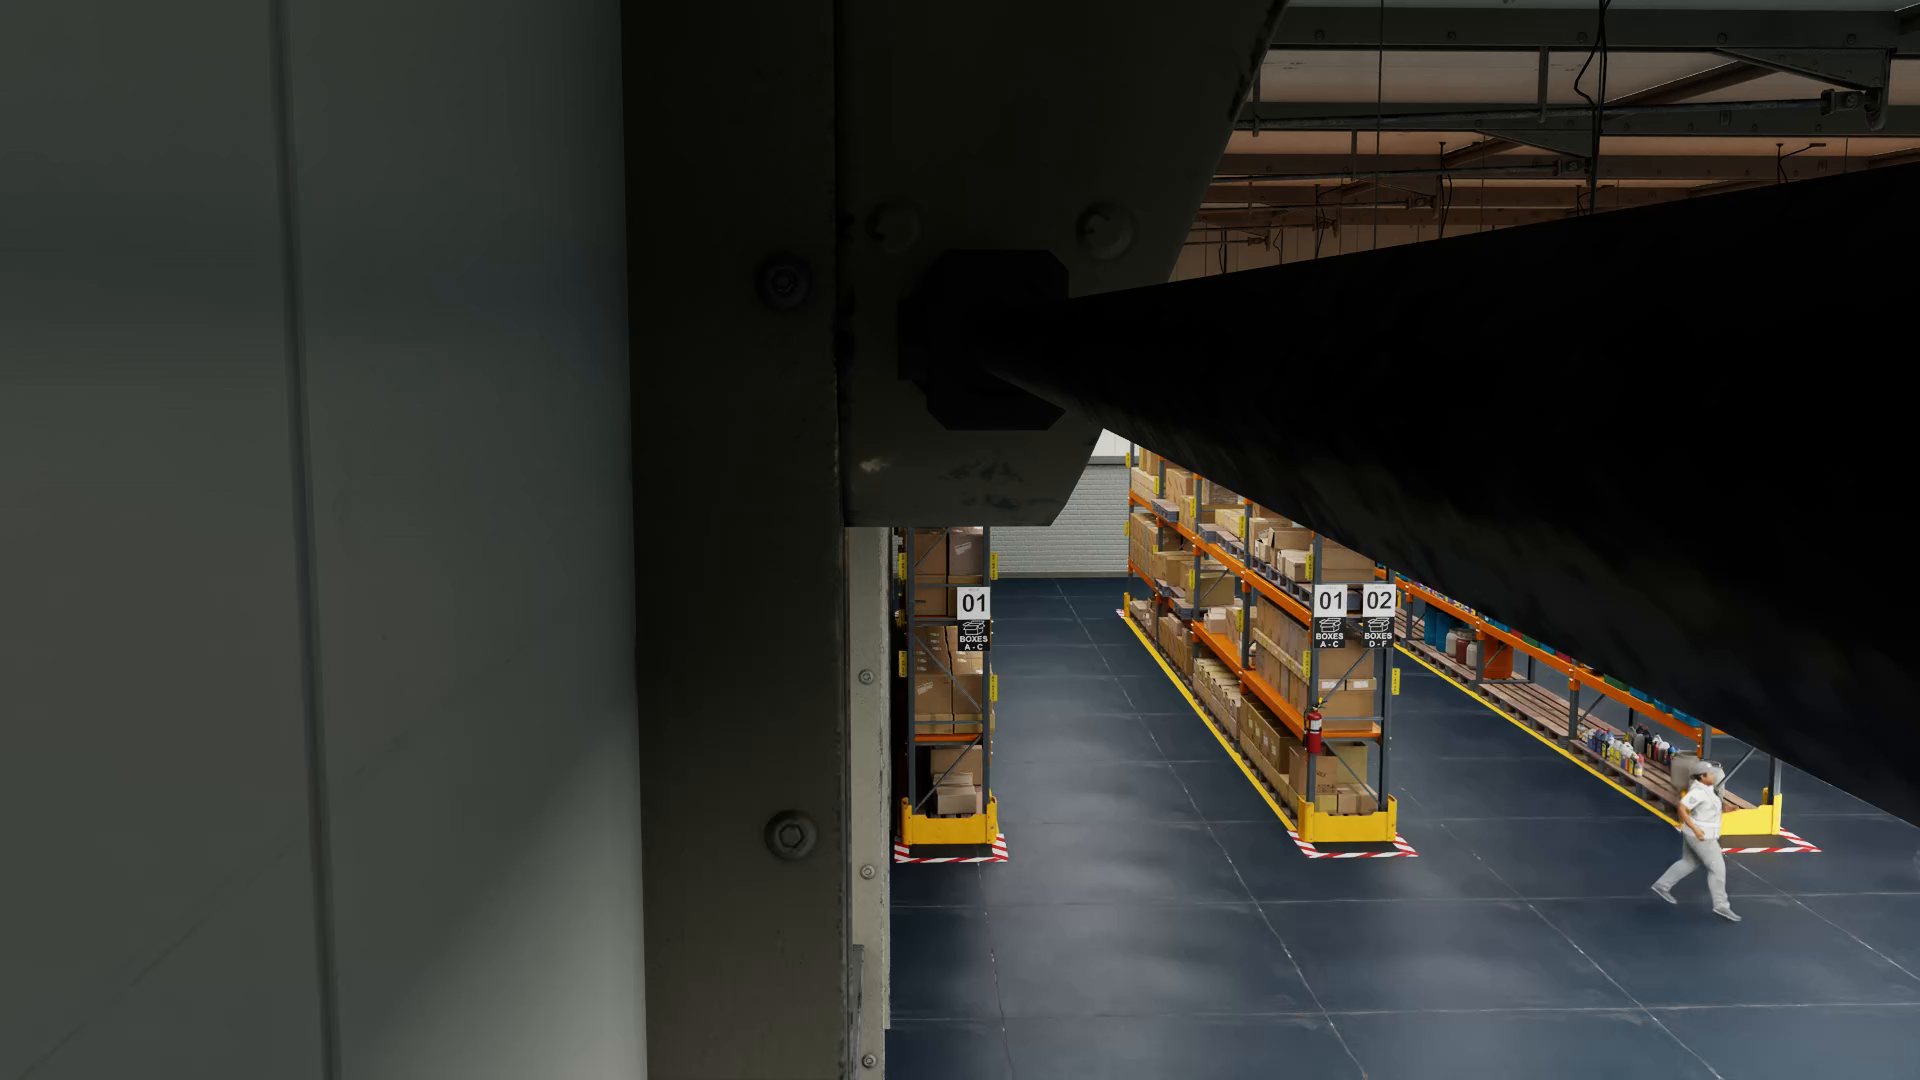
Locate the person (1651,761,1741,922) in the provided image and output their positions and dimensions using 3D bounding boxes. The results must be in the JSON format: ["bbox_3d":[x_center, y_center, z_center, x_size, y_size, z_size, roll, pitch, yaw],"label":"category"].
[{"bbox_3d":[7.965,3.208,17.909,0.895,1.689,0.594,3,8,19],"label":"person"}]
